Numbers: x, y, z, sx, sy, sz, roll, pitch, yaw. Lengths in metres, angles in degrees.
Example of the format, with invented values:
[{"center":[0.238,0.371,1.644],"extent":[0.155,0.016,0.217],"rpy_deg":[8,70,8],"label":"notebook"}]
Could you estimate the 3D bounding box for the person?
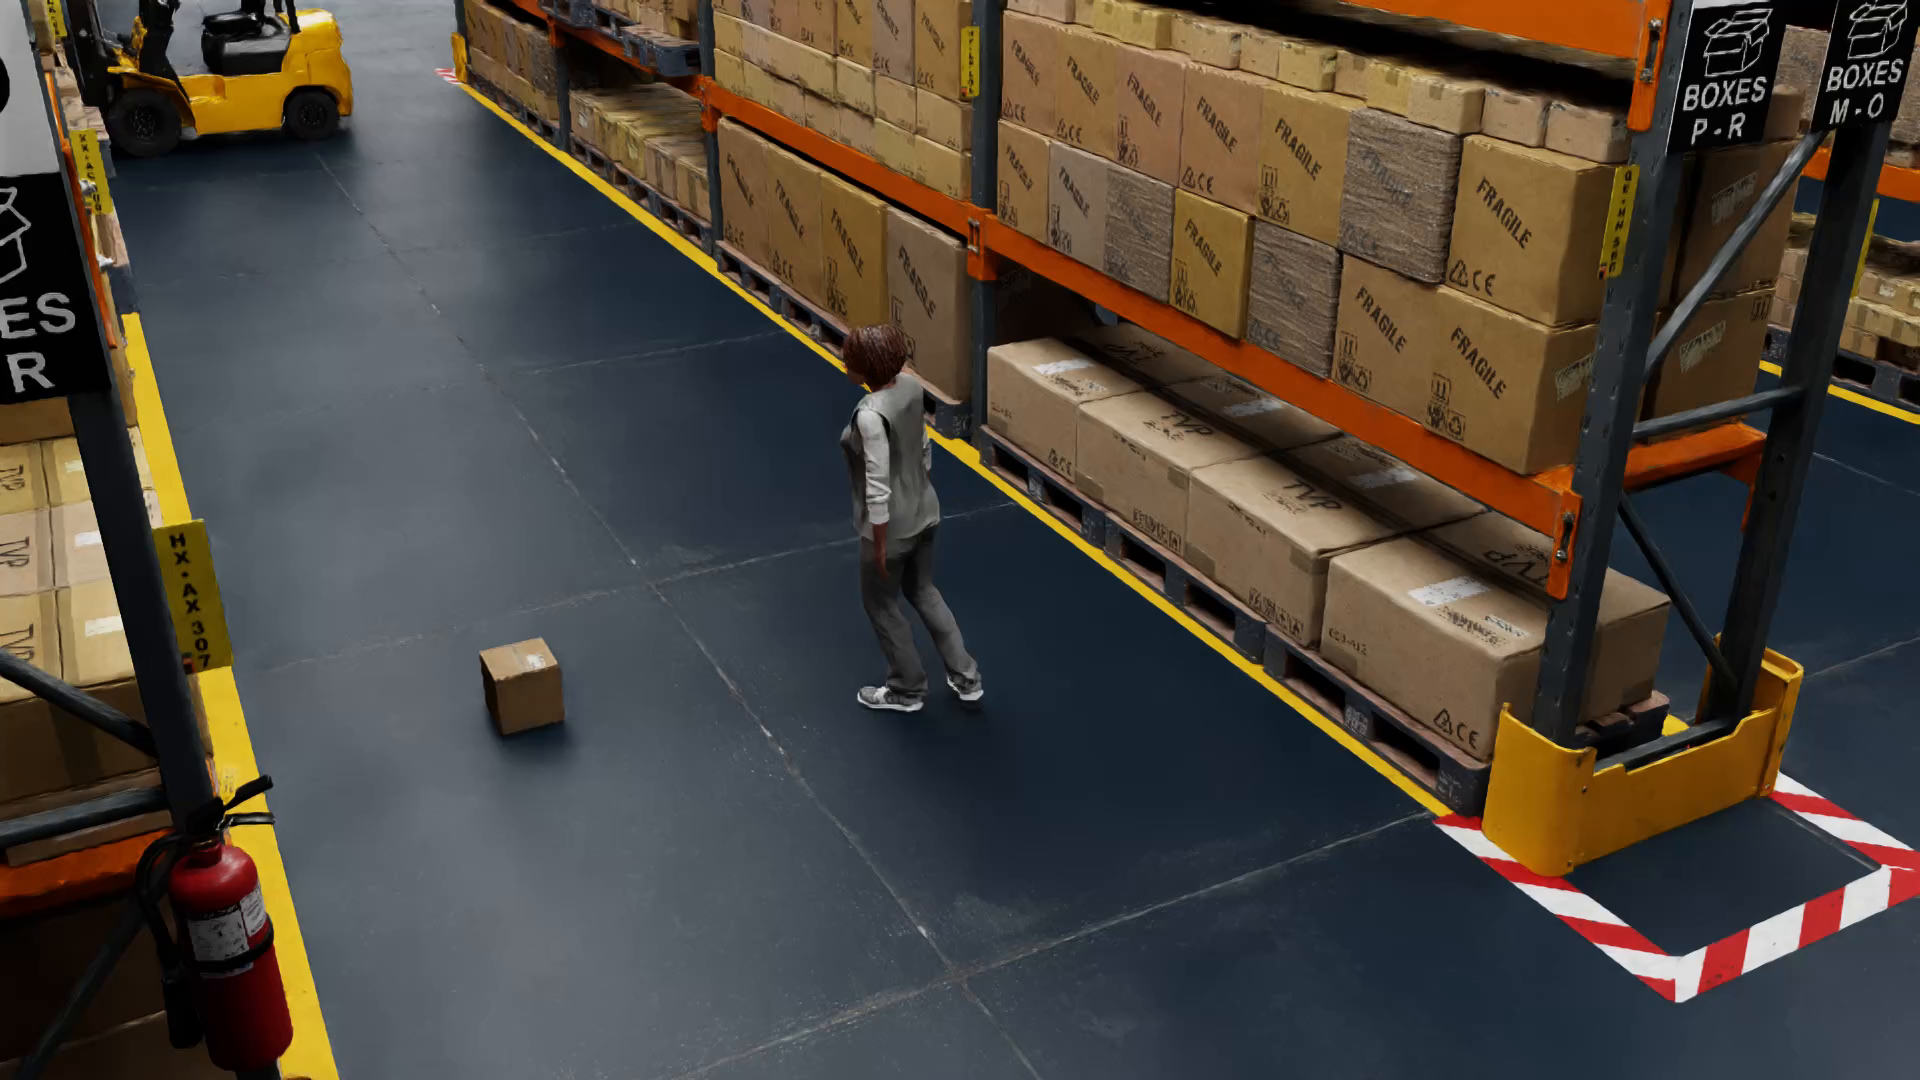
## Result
[{"center":[-0.170,-0.046,6.220],"extent":[0.499,1.587,0.470],"rpy_deg":[13,29,24],"label":"person"}]
